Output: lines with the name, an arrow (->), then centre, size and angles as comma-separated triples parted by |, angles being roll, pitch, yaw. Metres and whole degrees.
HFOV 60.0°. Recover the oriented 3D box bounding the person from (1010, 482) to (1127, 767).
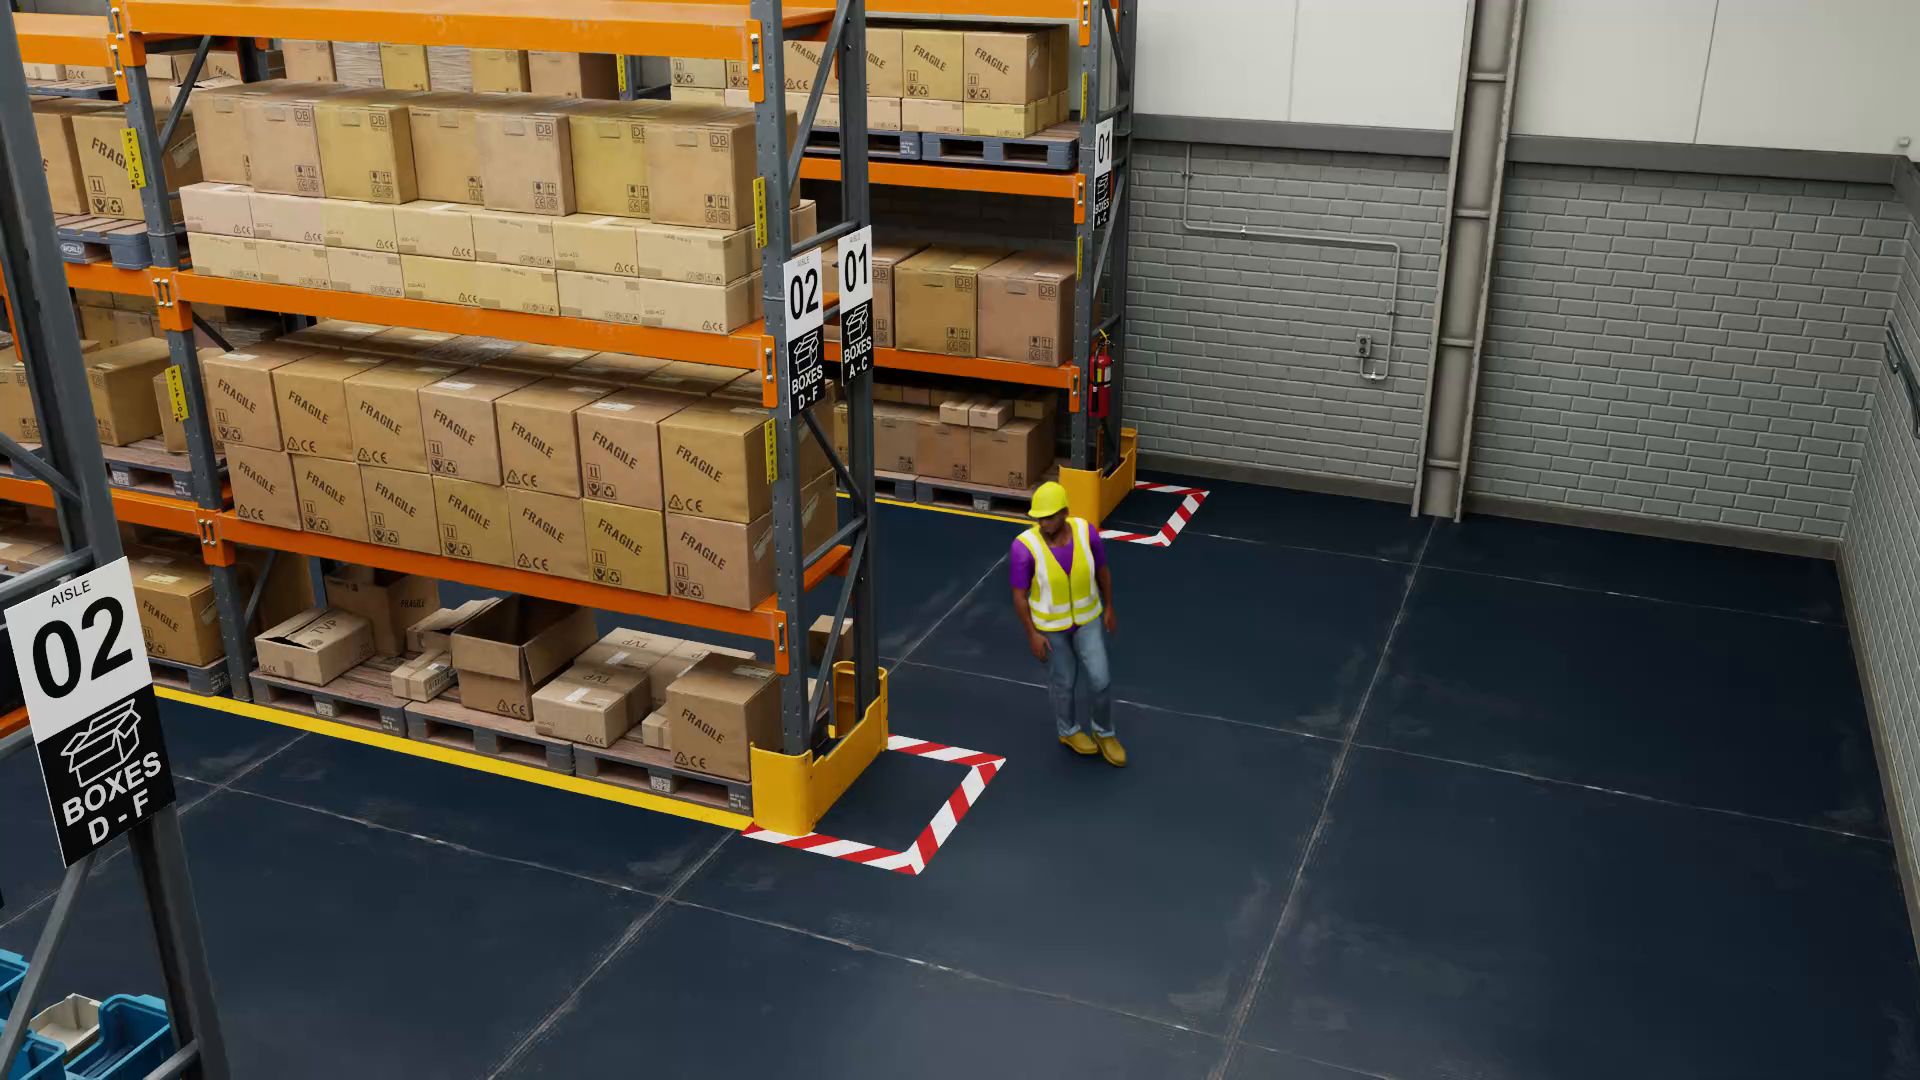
person -> 0.625, 0.486, 9.665 | 0.671, 1.751, 0.485 | -6, 23, -15
